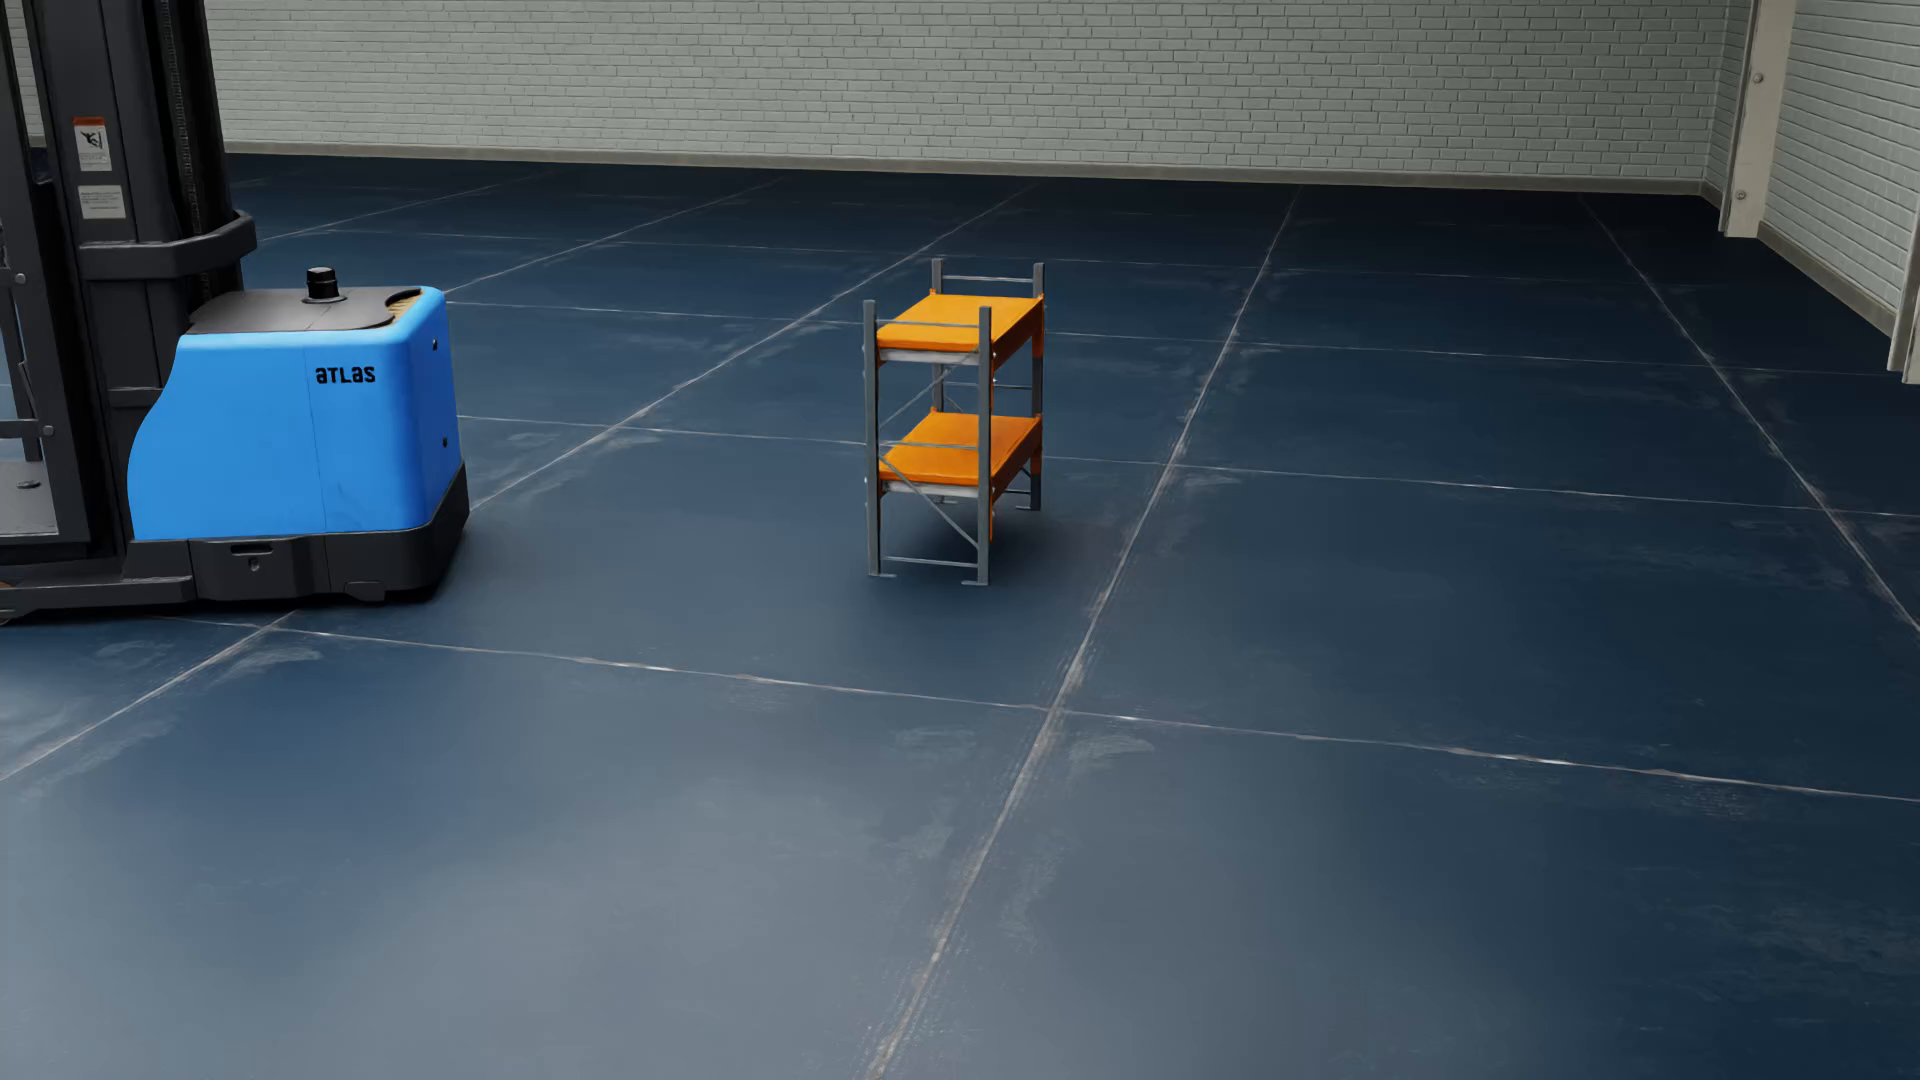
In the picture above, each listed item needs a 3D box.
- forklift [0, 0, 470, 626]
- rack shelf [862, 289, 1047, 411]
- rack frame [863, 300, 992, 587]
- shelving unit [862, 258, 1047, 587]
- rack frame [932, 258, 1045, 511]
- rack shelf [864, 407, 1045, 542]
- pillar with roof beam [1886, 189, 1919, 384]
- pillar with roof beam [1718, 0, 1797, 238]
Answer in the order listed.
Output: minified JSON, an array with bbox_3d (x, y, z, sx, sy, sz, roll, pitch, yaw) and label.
[{"bbox_3d":[-3.600,-1.235,6.269,3.031,2.935,1.130,-2,19,-7],"label":"forklift"},{"bbox_3d":[-0.002,-0.807,6.905,0.538,0.278,1.000,5,19,13],"label":"rack shelf"},{"bbox_3d":[-0.126,-0.371,6.533,0.500,1.125,0.032,5,19,13],"label":"rack frame"},{"bbox_3d":[-0.002,-0.530,7.000,0.538,1.125,1.048,5,19,13],"label":"shelving unit"},{"bbox_3d":[0.123,-0.690,7.466,0.500,1.125,0.032,5,19,13],"label":"rack frame"},{"bbox_3d":[-0.002,-0.299,7.079,0.538,0.278,1.000,5,19,13],"label":"rack shelf"},{"bbox_3d":[1.657,-5.583,9.611,9.100,9.000,0.400,5,19,13],"label":"pillar with roof beam"},{"bbox_3d":[3.123,-7.464,15.117,9.100,9.000,0.400,5,19,13],"label":"pillar with roof beam"}]
